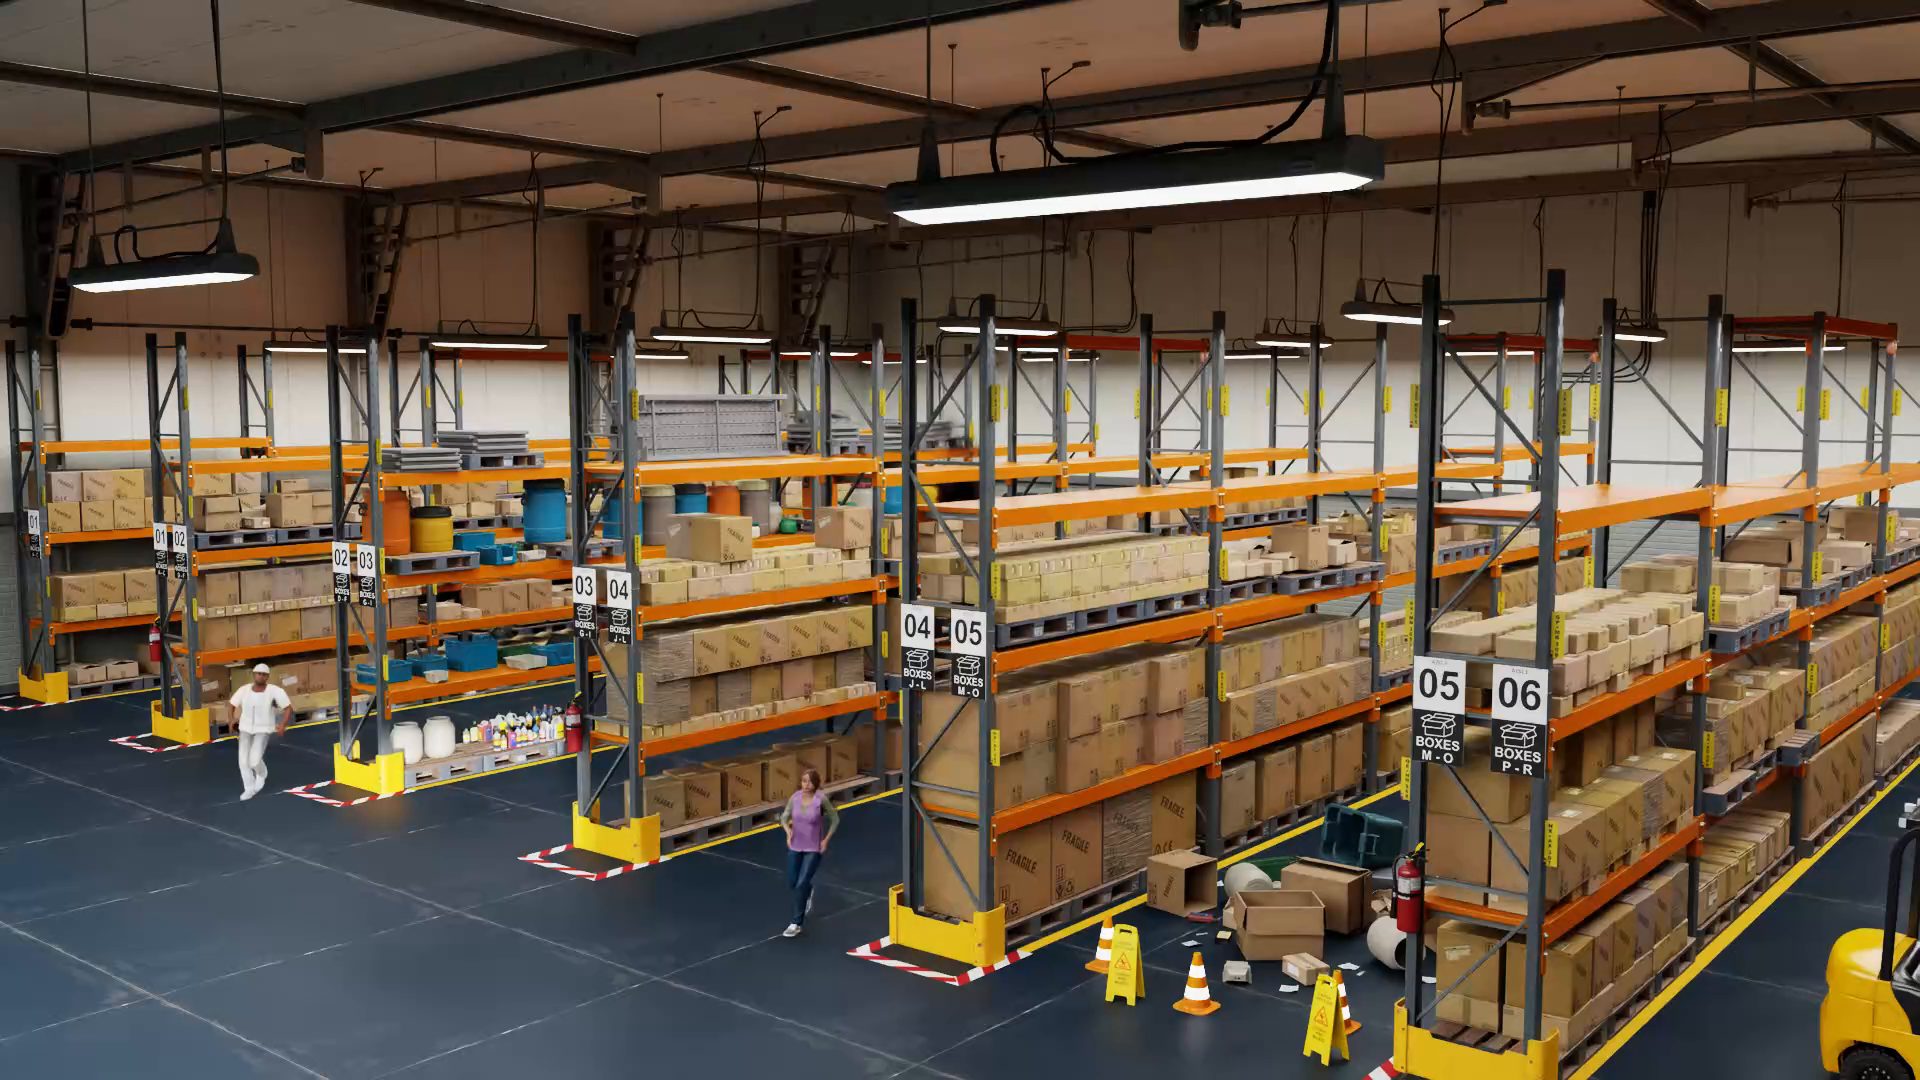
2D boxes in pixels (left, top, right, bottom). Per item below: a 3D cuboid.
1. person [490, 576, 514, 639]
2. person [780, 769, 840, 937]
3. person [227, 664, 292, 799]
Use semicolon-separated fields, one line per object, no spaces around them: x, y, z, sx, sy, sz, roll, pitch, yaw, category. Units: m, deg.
-8.793;1.493;31.965;0.503;1.617;0.682;2;6;25;person
-1.441;2.951;15.915;0.577;1.568;0.710;1;5;13;person
-8.896;2.425;21.061;0.775;1.706;0.518;0;5;-4;person
